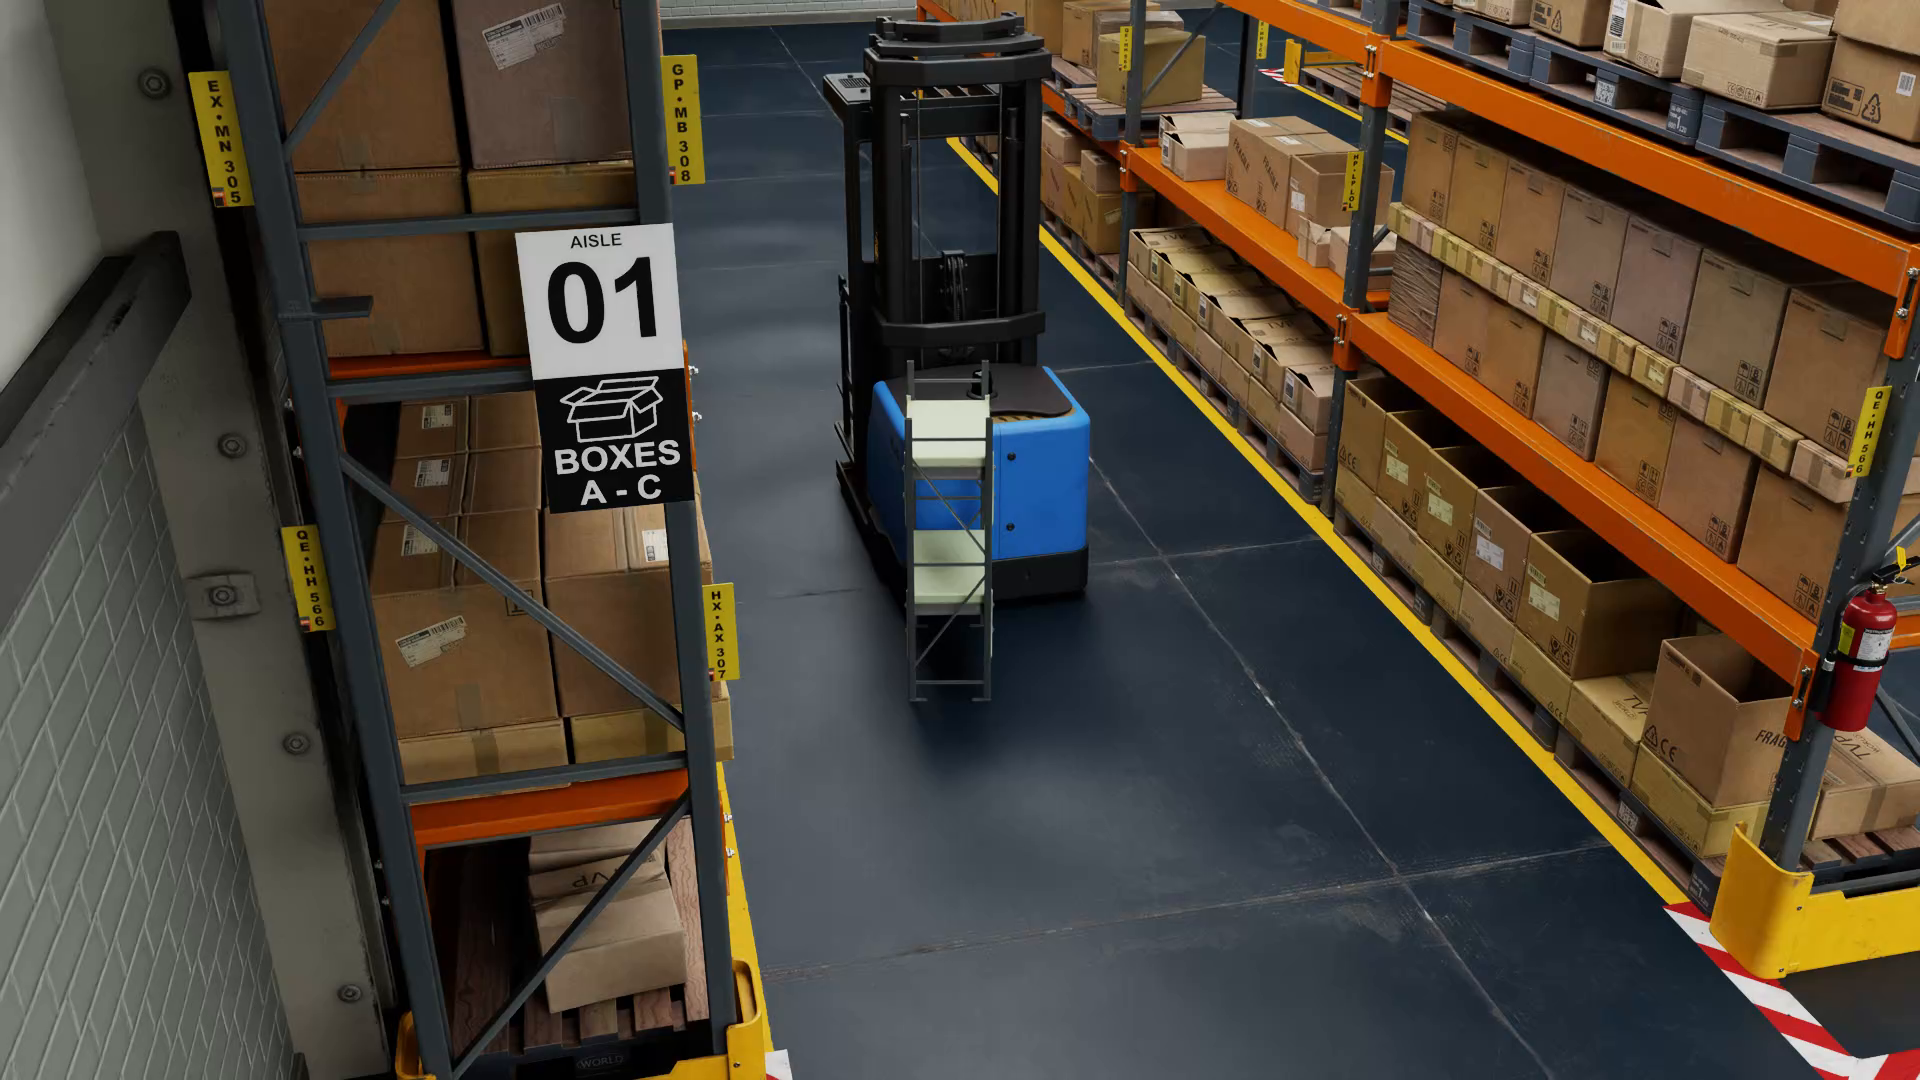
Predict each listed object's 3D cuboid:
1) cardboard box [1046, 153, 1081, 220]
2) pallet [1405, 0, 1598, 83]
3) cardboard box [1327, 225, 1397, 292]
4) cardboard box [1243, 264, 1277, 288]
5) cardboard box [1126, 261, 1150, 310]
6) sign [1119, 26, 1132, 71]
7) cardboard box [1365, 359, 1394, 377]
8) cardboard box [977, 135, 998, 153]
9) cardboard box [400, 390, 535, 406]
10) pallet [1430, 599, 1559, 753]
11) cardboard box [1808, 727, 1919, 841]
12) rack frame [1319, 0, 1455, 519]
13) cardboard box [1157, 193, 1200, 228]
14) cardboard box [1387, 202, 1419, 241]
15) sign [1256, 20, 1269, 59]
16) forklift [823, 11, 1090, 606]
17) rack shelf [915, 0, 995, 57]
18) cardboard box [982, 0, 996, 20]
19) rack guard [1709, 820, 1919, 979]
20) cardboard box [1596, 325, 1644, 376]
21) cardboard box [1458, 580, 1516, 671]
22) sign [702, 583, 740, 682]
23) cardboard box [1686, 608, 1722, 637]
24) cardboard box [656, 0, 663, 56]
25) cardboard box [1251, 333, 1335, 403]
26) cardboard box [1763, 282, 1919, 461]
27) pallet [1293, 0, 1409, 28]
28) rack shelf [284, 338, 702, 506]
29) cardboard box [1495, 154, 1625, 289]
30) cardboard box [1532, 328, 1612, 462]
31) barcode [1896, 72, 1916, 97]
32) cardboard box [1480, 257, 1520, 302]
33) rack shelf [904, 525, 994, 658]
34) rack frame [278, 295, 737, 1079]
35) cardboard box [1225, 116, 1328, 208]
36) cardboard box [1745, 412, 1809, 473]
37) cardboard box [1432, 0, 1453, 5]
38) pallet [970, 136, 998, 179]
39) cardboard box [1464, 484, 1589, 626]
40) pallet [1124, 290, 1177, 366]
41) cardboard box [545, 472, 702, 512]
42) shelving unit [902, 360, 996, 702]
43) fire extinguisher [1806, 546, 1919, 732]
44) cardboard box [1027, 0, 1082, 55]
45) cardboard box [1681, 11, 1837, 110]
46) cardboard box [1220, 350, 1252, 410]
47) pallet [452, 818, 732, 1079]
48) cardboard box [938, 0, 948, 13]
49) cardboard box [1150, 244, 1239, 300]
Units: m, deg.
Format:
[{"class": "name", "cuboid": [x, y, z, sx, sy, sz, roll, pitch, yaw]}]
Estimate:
[{"class": "cardboard box", "cuboid": [1.103, -3.224, 15.094, 0.500, 0.500, 0.500, -7, 28, -14]}, {"class": "pallet", "cuboid": [2.902, -2.471, 8.087, 1.003, 0.211, 1.213, -6, 27, -12]}, {"class": "cardboard box", "cuboid": [2.531, -1.688, 9.932, 0.500, 0.250, 0.500, -4, 27, -8]}, {"class": "cardboard box", "cuboid": [2.376, -1.856, 12.060, 0.500, 0.311, 0.500, -6, 27, -12]}, {"class": "cardboard box", "cuboid": [1.615, -2.000, 12.969, 0.500, 0.250, 0.500, -6, 27, -12]}, {"class": "sign", "cuboid": [1.257, -3.722, 12.598, 0.100, 0.325, 0.005, -6, 27, -12]}, {"class": "cardboard box", "cuboid": [2.834, -0.961, 10.287, 0.500, 0.311, 0.500, -6, 27, -11]}, {"class": "cardboard box", "cuboid": [0.477, -4.357, 17.340, 0.500, 0.500, 0.500, -6, 27, -12]}, {"class": "cardboard box", "cuboid": [-1.890, -0.415, 6.554, 0.500, 0.500, 0.500, -6, 27, -11]}, {"class": "pallet", "cuboid": [3.102, 0.591, 8.344, 1.003, 0.211, 1.213, -6, 27, -12]}, {"class": "cardboard box", "cuboid": [3.682, 0.994, 7.036, 0.500, 0.250, 0.500, -6, 27, -12]}, {"class": "rack frame", "cuboid": [2.685, -1.544, 9.479, 1.000, 3.000, 0.127, -6, 27, -12]}, {"class": "cardboard box", "cuboid": [1.959, -2.609, 13.876, 0.500, 0.500, 0.500, -5, 27, -9]}, {"class": "cardboard box", "cuboid": [2.557, -1.740, 9.038, 0.380, 0.149, 0.250, -6, 27, -12]}, {"class": "sign", "cuboid": [2.323, -3.874, 12.812, 0.100, 0.325, 0.005, -6, 27, -12]}, {"class": "forklift", "cuboid": [-0.150, -1.584, 9.636, 1.130, 2.935, 3.031, -6, 27, -12]}, {"class": "rack shelf", "cuboid": [0.431, -5.612, 18.339, 1.077, 0.370, 4.000, -6, 27, -12]}, {"class": "cardboard box", "cuboid": [0.519, -5.294, 16.798, 0.500, 0.500, 0.500, -6, 27, -11]}, {"class": "rack guard", "cuboid": [3.592, 1.339, 6.543, 1.175, 0.500, 0.348, -6, 27, -12]}, {"class": "cardboard box", "cuboid": [3.021, -0.838, 7.251, 0.380, 0.149, 0.250, -5, 27, -10]}, {"class": "cardboard box", "cuboid": [2.828, 0.390, 8.234, 0.500, 0.250, 0.500, -6, 27, -12]}, {"class": "sign", "cuboid": [-0.710, 0.275, 4.915, 0.100, 0.325, 0.005, -6, 27, -12]}, {"class": "cardboard box", "cuboid": [3.568, 0.440, 7.302, 0.500, 0.500, 0.500, -6, 27, -12]}, {"class": "cardboard box", "cuboid": [-1.153, -1.541, 4.902, 0.500, 0.500, 0.500, -6, 27, -12]}, {"class": "cardboard box", "cuboid": [2.191, -1.130, 10.624, 0.500, 0.311, 0.500, -5, 27, -10]}, {"class": "cardboard box", "cuboid": [3.482, -0.641, 6.140, 0.700, 0.500, 0.500, -6, 27, -11]}, {"class": "pallet", "cuboid": [2.473, -3.183, 9.611, 0.805, 0.209, 1.217, -7, 28, -14]}, {"class": "rack shelf", "cuboid": [-1.690, -1.179, 6.226, 1.077, 0.370, 4.000, -6, 27, -12]}, {"class": "cardboard box", "cuboid": [3.018, -1.532, 7.905, 0.700, 0.500, 0.500, -6, 27, -12]}, {"class": "cardboard box", "cuboid": [3.142, -0.718, 7.732, 0.700, 0.500, 0.500, -5, 27, -10]}, {"class": "barcode", "cuboid": [3.048, -1.469, 5.359, 0.001, 0.075, 0.075, -6, 27, -12]}, {"class": "cardboard box", "cuboid": [2.788, -1.292, 8.150, 0.380, 0.149, 0.250, -7, 28, -13]}, {"class": "rack shelf", "cuboid": [-0.055, 0.246, 8.322, 0.431, 0.370, 0.720, 0, 27, -1]}, {"class": "rack frame", "cuboid": [-1.239, 0.717, 5.000, 1.000, 3.000, 0.127, -6, 27, -12]}, {"class": "cardboard box", "cuboid": [2.177, -2.609, 11.480, 0.500, 0.500, 0.500, -7, 28, -14]}, {"class": "cardboard box", "cuboid": [3.254, -0.385, 6.353, 0.380, 0.149, 0.250, -5, 27, -10]}, {"class": "cardboard box", "cuboid": [2.541, -2.929, 8.163, 0.500, 0.500, 0.500, -4, 27, -7]}, {"class": "pallet", "cuboid": [0.728, -4.112, 17.663, 1.003, 0.211, 1.213, -6, 27, -12]}, {"class": "cardboard box", "cuboid": [2.824, 0.055, 8.065, 0.500, 0.500, 0.500, -6, 27, -12]}, {"class": "pallet", "cuboid": [1.931, -1.689, 12.863, 1.003, 0.211, 1.213, -6, 27, -12]}, {"class": "cardboard box", "cuboid": [-1.156, -0.018, 5.768, 0.500, 0.500, 0.500, -6, 27, -11]}, {"class": "shelving unit", "cuboid": [-0.055, -0.045, 8.175, 0.431, 1.500, 0.755, 0, 27, -1]}, {"class": "fire extinguisher", "cuboid": [3.160, 0.346, 5.821, 0.296, 0.674, 0.183, -6, 27, -12]}, {"class": "cardboard box", "cuboid": [0.988, -4.762, 15.278, 0.700, 0.500, 0.500, -2, 27, -3]}, {"class": "cardboard box", "cuboid": [3.070, -1.788, 6.180, 0.500, 0.250, 0.500, -6, 27, -12]}, {"class": "cardboard box", "cuboid": [2.081, -1.103, 11.192, 0.500, 0.250, 0.500, -5, 27, -10]}, {"class": "pallet", "cuboid": [-1.405, 1.568, 6.408, 1.003, 0.211, 1.213, -6, 27, -12]}, {"class": "cardboard box", "cuboid": [0.055, -6.188, 18.570, 0.500, 0.500, 0.500, -6, 27, -12]}, {"class": "cardboard box", "cuboid": [1.742, -2.020, 12.387, 0.500, 0.311, 0.500, -7, 28, -13]}]
